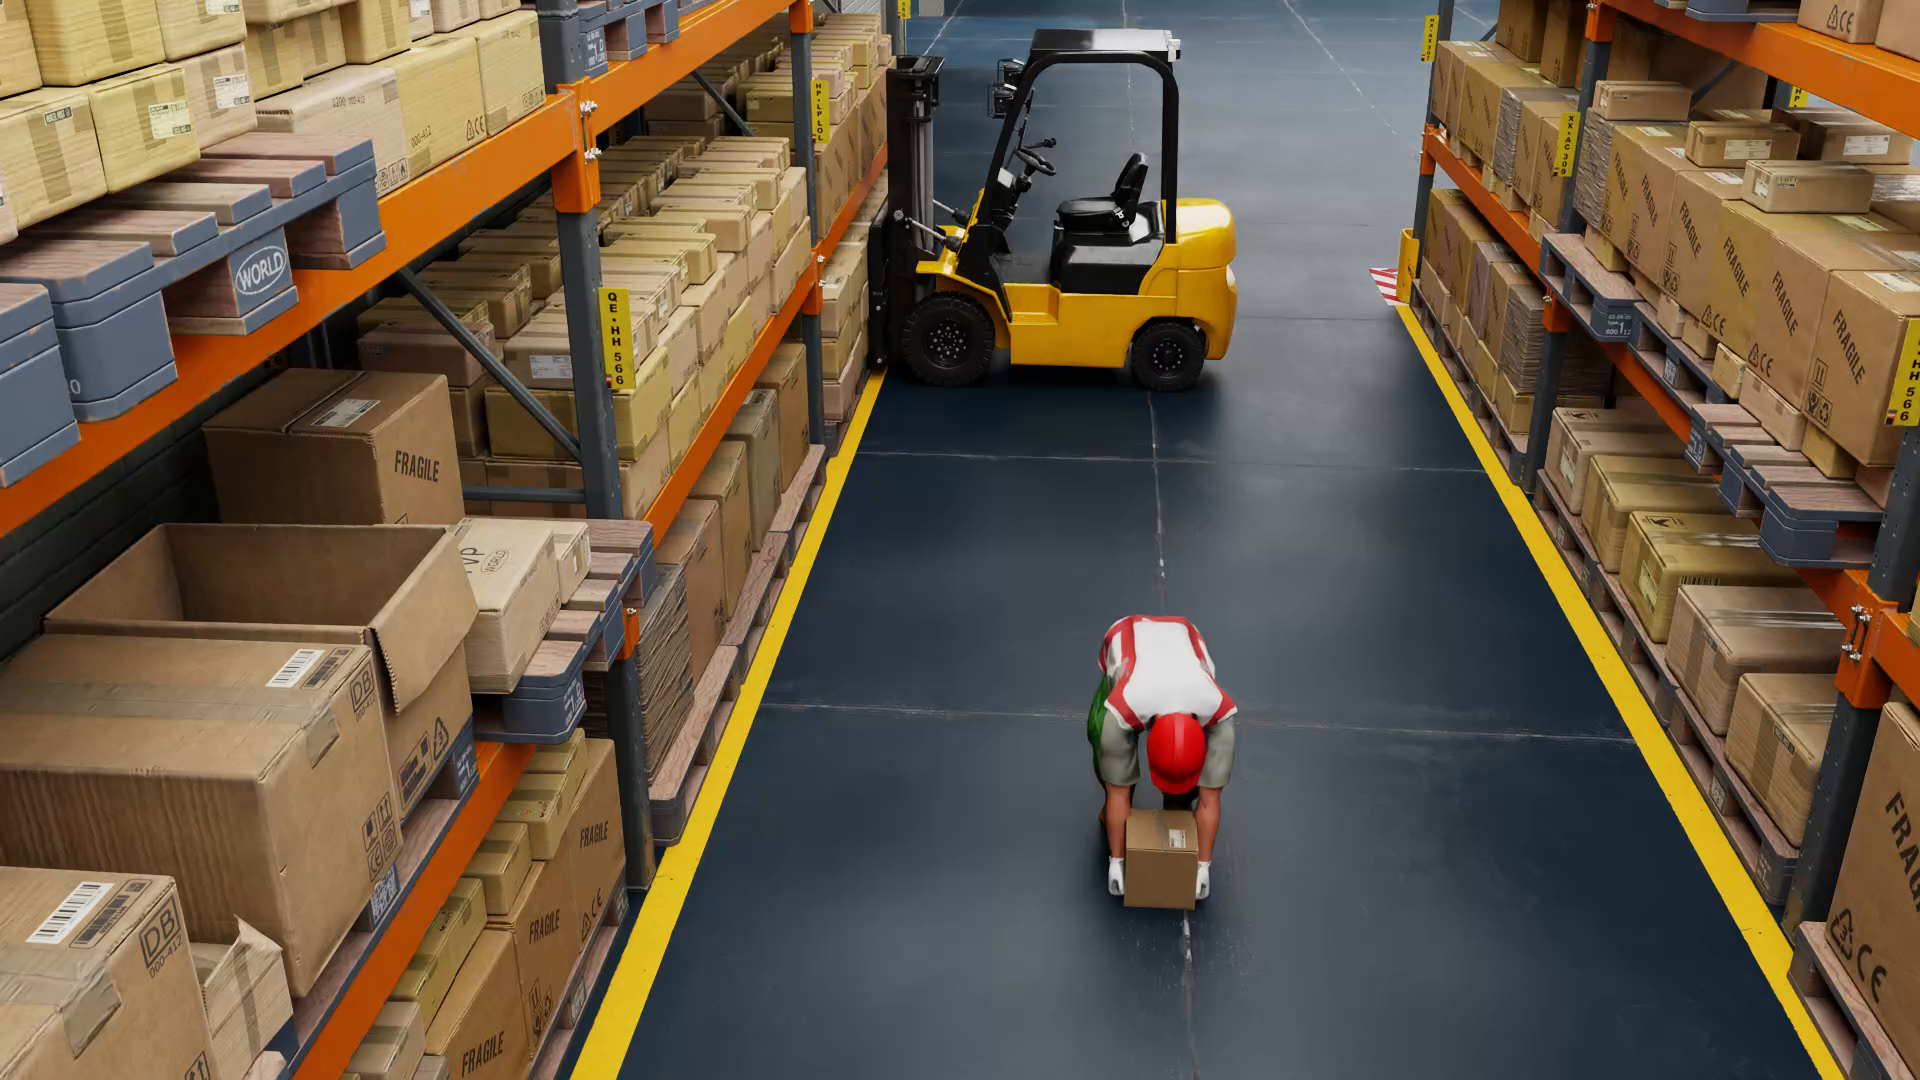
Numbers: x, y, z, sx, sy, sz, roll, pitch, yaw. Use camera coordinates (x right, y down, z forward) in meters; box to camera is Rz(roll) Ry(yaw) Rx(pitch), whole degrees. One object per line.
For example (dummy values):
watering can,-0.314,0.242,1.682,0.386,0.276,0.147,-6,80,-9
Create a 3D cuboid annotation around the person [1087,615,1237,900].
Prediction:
person,0.726,0.771,6.091,0.519,0.831,0.966,1,24,3
